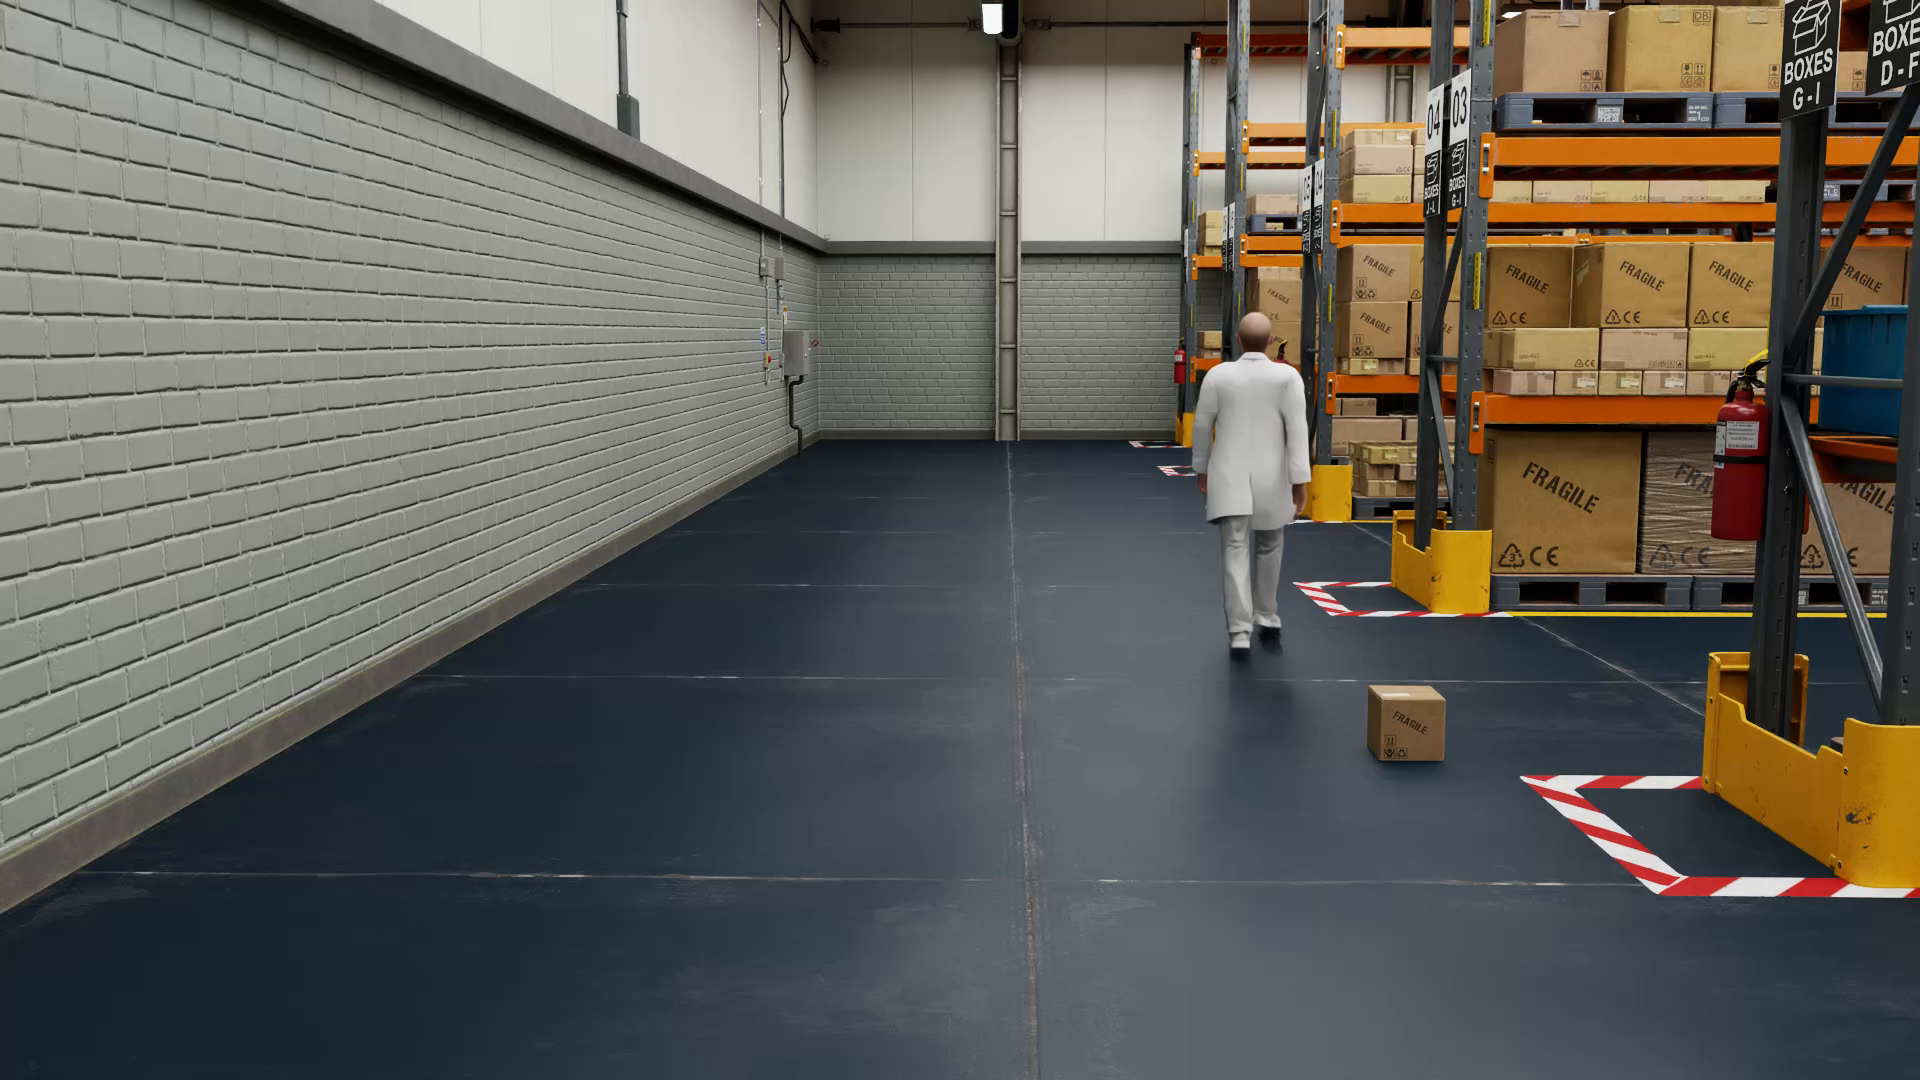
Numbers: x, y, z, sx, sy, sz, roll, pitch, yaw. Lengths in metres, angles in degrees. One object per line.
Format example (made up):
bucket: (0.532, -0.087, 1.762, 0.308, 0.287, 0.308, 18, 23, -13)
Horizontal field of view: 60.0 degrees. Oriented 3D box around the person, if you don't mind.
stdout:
person: (1.545, -0.333, 8.881, 0.616, 1.748, 0.990, 1, 7, 8)
